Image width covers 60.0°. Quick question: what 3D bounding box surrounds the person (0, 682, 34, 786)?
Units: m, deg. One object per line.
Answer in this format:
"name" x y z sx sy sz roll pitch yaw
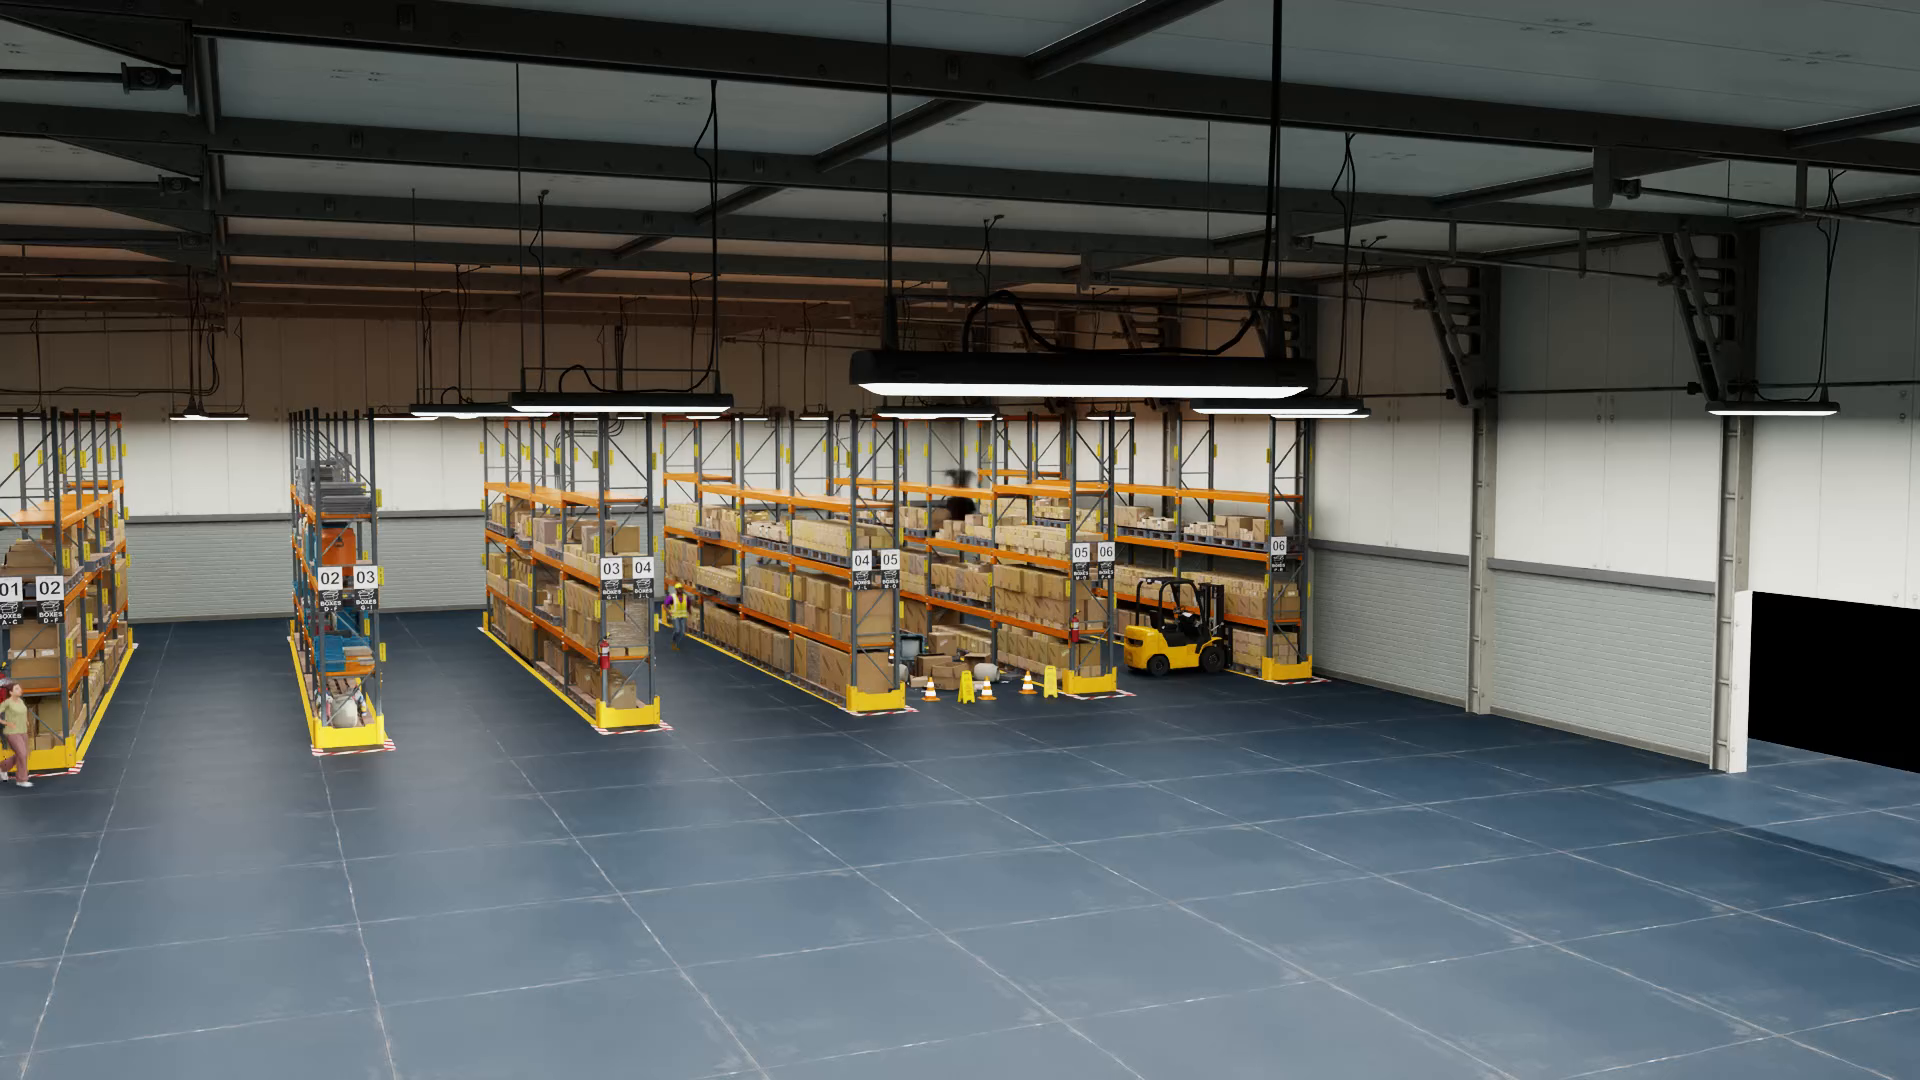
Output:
"person" -14.980 3.076 26.302 0.686 1.668 0.626 1 4 15

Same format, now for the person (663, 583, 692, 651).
"person" -7.018 1.941 41.573 0.682 1.724 0.555 -2 5 -30

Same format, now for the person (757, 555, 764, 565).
"person" -6.121 1.327 51.117 0.779 1.724 0.571 -3 5 -35

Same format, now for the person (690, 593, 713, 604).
"person" -7.662 1.394 49.166 0.945 1.755 0.652 -1 4 -10
